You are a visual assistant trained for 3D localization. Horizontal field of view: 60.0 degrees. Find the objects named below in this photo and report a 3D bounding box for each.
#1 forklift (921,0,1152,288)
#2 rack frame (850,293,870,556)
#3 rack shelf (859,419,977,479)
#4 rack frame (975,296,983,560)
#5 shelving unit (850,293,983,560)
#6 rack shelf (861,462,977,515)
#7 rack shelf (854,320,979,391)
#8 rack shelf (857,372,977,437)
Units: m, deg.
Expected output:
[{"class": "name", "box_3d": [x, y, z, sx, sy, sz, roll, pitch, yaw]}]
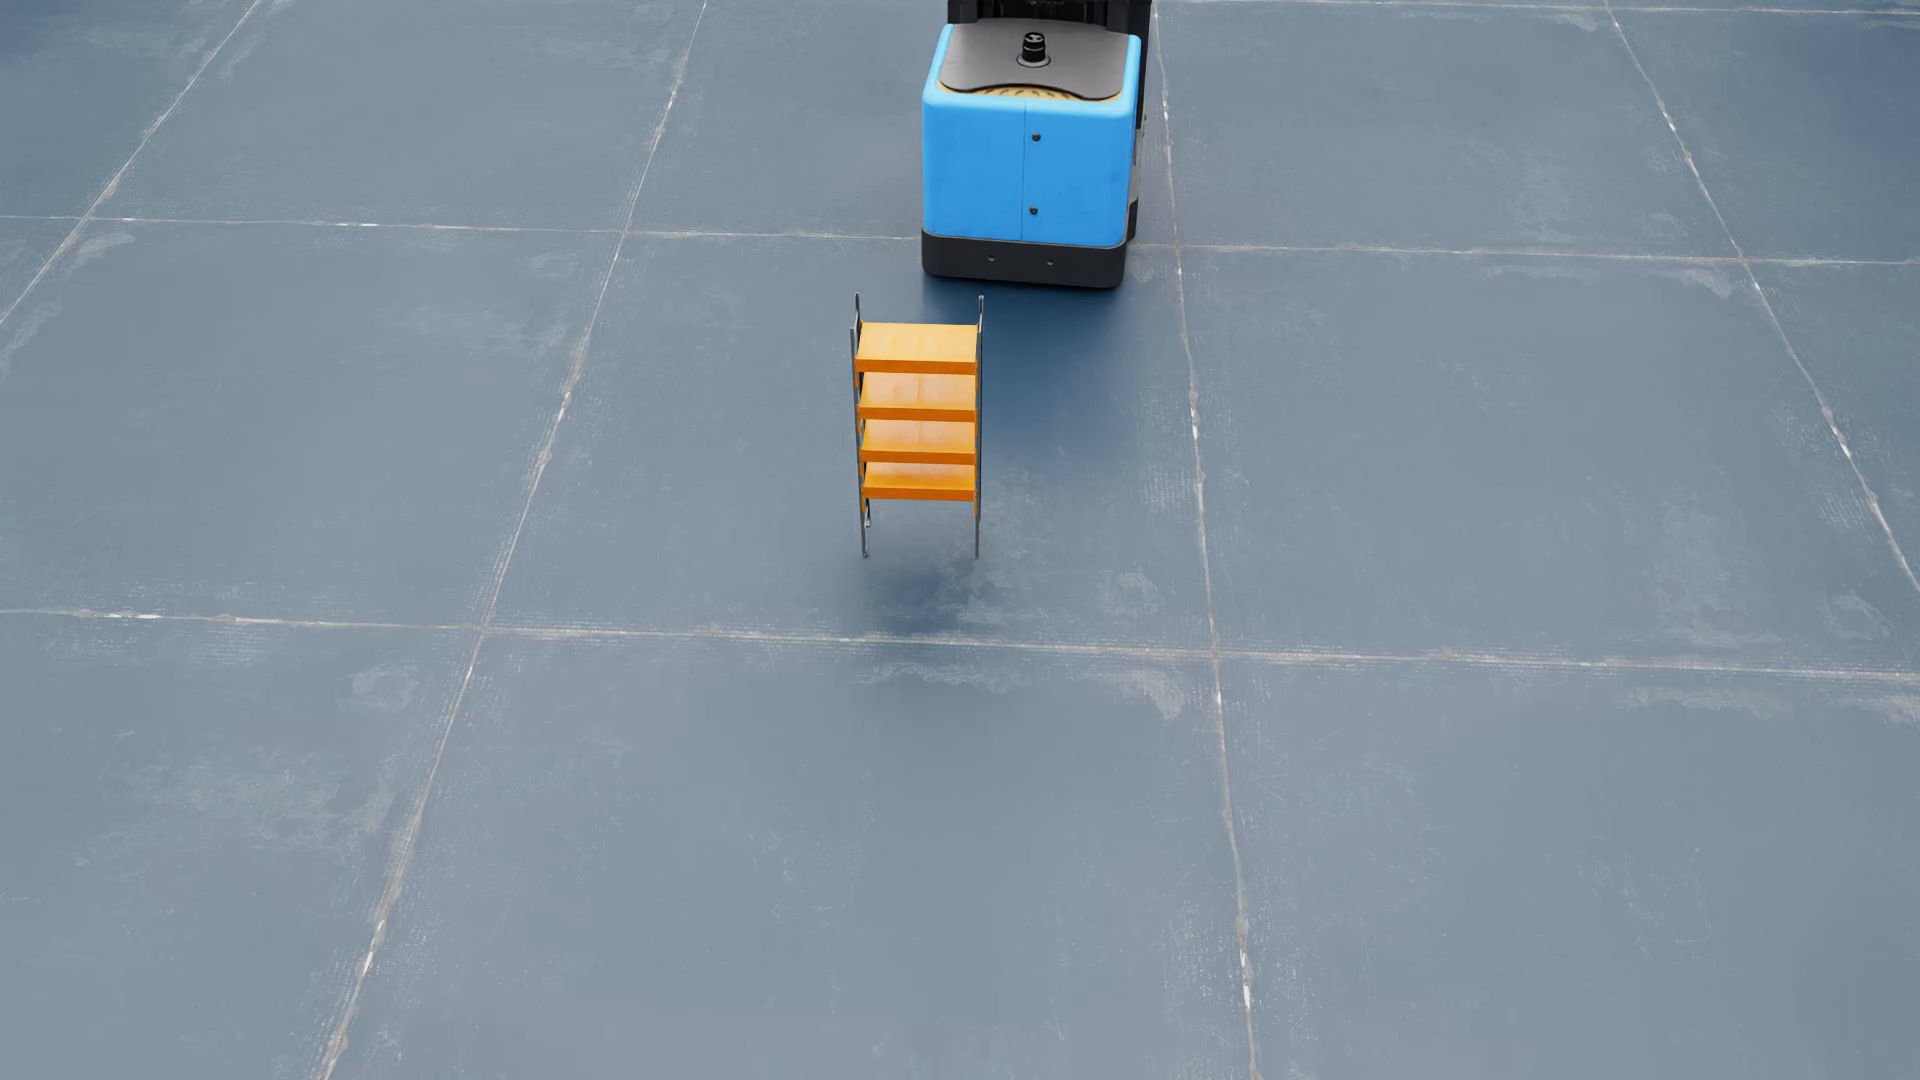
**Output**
[{"class": "forklift", "box_3d": [0.507, -3.374, 8.721, 1.130, 2.935, 3.031, 5, 43, 6]}, {"class": "rack frame", "box_3d": [-0.409, -0.452, 6.855, 0.015, 1.200, 0.240, 2, 43, 2]}, {"class": "rack shelf", "box_3d": [-0.165, -0.395, 6.892, 0.480, 0.148, 0.258, 2, 43, 2]}, {"class": "rack frame", "box_3d": [0.078, -0.437, 6.838, 0.015, 1.200, 0.240, 2, 43, 2]}, {"class": "shelving unit", "box_3d": [-0.165, -0.444, 6.846, 0.503, 1.200, 0.258, 2, 43, 2]}, {"class": "rack shelf", "box_3d": [-0.165, -0.250, 7.028, 0.480, 0.148, 0.258, 2, 43, 2]}, {"class": "rack shelf", "box_3d": [-0.165, -0.732, 6.579, 0.480, 0.148, 0.258, 2, 43, 2]}, {"class": "rack shelf", "box_3d": [-0.165, -0.559, 6.740, 0.480, 0.148, 0.258, 2, 43, 2]}]
